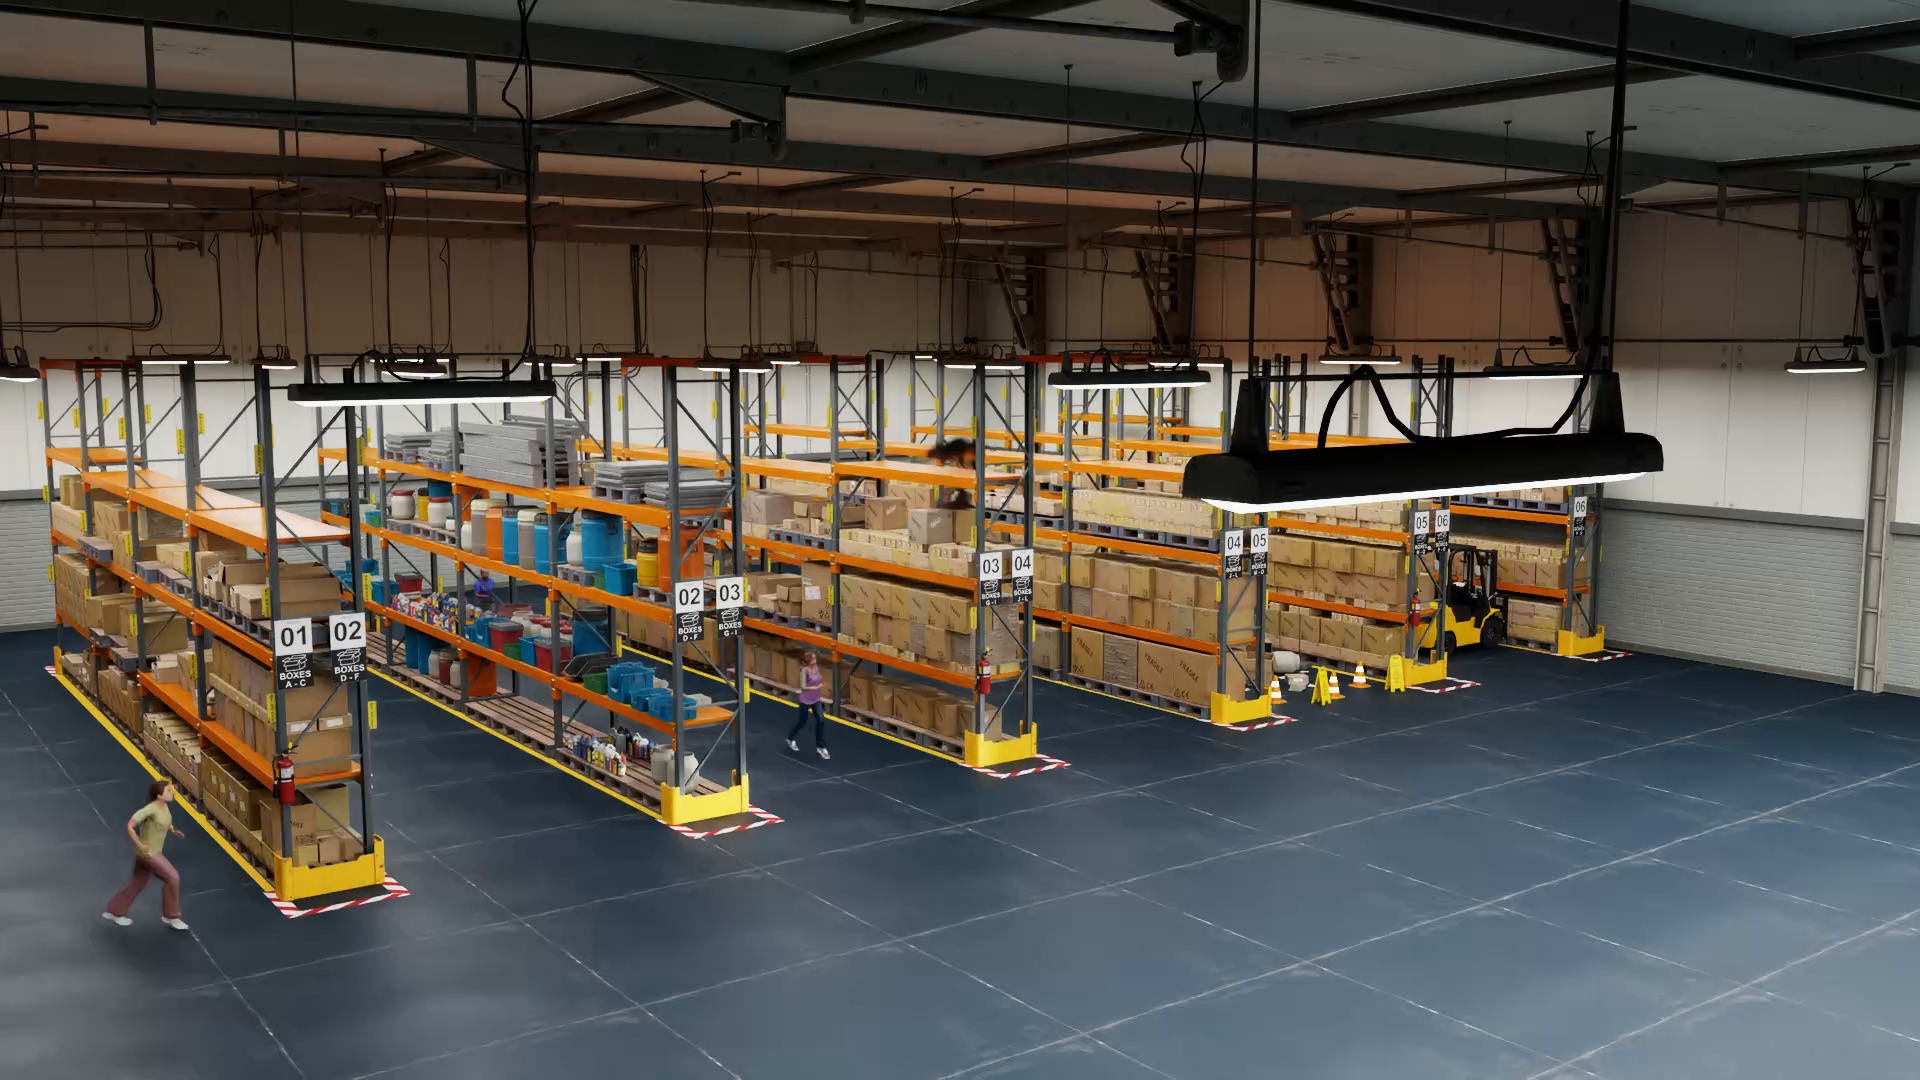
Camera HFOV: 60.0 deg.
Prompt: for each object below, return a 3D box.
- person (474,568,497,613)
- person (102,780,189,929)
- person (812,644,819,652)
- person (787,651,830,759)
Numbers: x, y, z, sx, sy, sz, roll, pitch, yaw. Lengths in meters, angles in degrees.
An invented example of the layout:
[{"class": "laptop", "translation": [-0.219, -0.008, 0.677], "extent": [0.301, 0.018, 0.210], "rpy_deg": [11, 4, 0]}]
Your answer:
[{"class": "person", "translation": [-9.772, 1.405, 34.229], "extent": [0.539, 1.715, 0.848], "rpy_deg": [-6, 9, -42]}, {"class": "person", "translation": [-8.781, 3.401, 17.843], "extent": [0.873, 1.669, 0.605], "rpy_deg": [-1, 7, -9]}, {"class": "person", "translation": [-3.053, 1.504, 33.050], "extent": [1.000, 1.753, 0.712], "rpy_deg": [5, 9, 37]}, {"class": "person", "translation": [-2.318, 2.484, 25.329], "extent": [0.822, 1.625, 0.507], "rpy_deg": [6, 9, 39]}]
